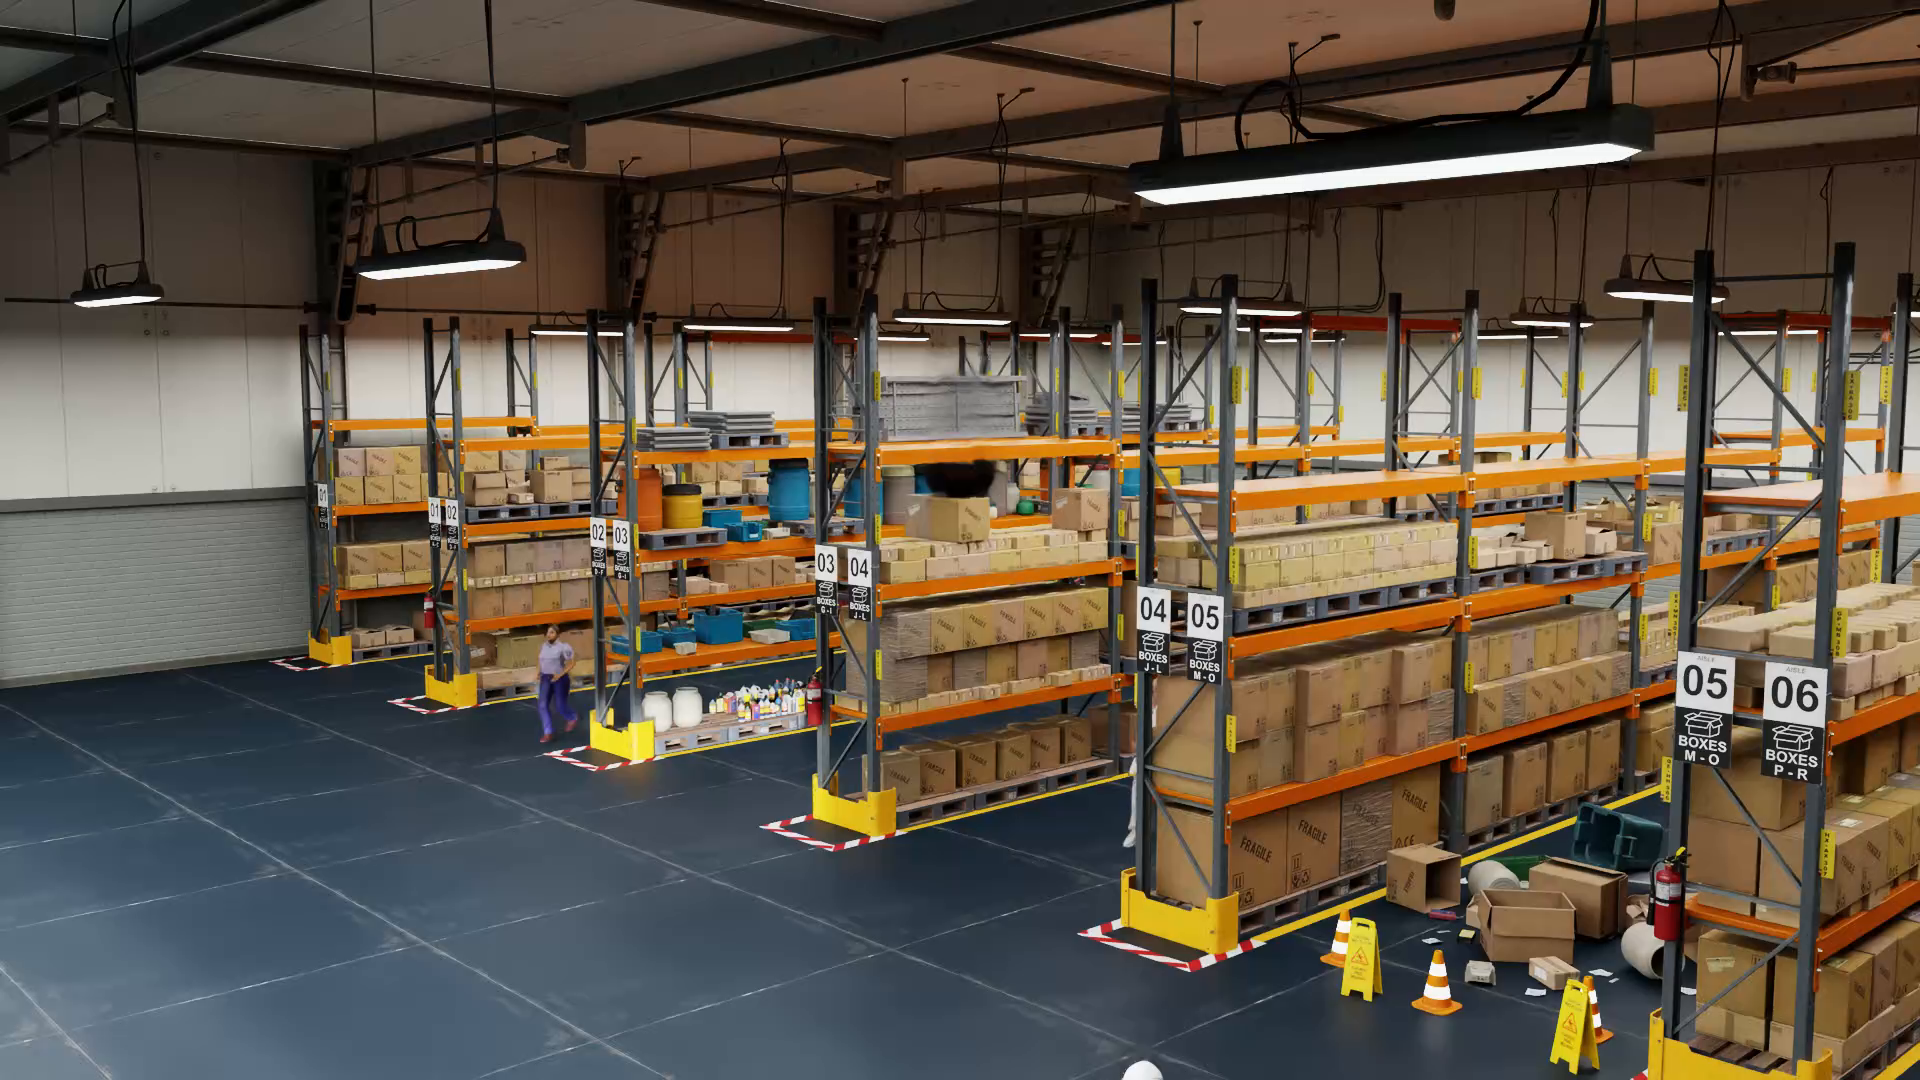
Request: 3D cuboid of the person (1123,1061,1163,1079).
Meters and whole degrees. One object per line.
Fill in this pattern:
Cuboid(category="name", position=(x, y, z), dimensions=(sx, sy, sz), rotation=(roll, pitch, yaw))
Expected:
Cuboid(category="person", position=(0.990, 3.467, 8.681), dimensions=(0.653, 1.711, 0.801), rotation=(1, 6, 14))

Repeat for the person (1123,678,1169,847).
Cuboid(category="person", position=(2.145, 2.418, 18.337), dimensions=(0.704, 1.802, 0.994), rotation=(4, 7, 38))

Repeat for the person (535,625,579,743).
Cuboid(category="person", position=(-5.692, 1.993, 23.430), dimensions=(0.641, 1.626, 0.751), rotation=(2, 6, 18))
